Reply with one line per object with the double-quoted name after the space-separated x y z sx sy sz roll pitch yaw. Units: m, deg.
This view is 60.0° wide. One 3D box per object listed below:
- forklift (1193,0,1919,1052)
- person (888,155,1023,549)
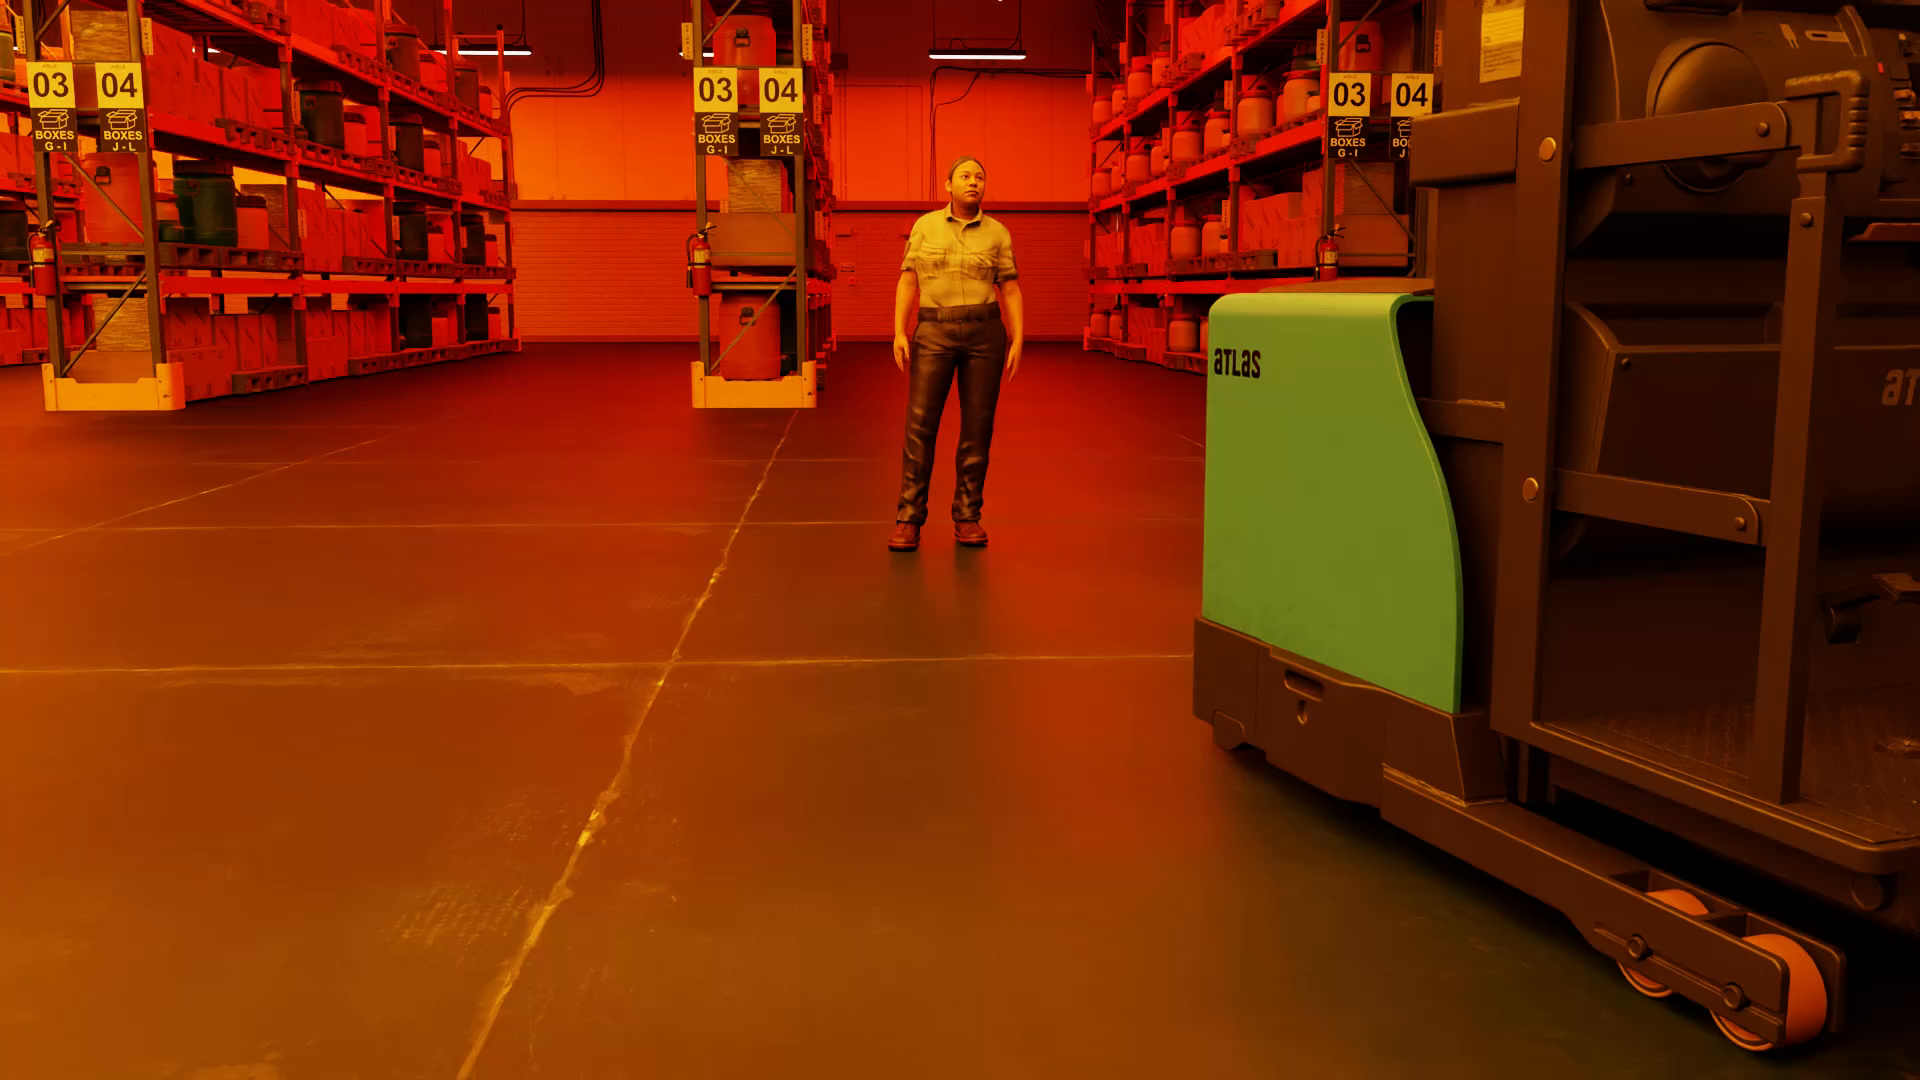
1.534 -0.785 2.618 1.130 2.935 3.031 -3 9 -19 "forklift"
-0.018 -0.808 7.097 0.598 1.651 0.502 -1 8 -4 "person"
